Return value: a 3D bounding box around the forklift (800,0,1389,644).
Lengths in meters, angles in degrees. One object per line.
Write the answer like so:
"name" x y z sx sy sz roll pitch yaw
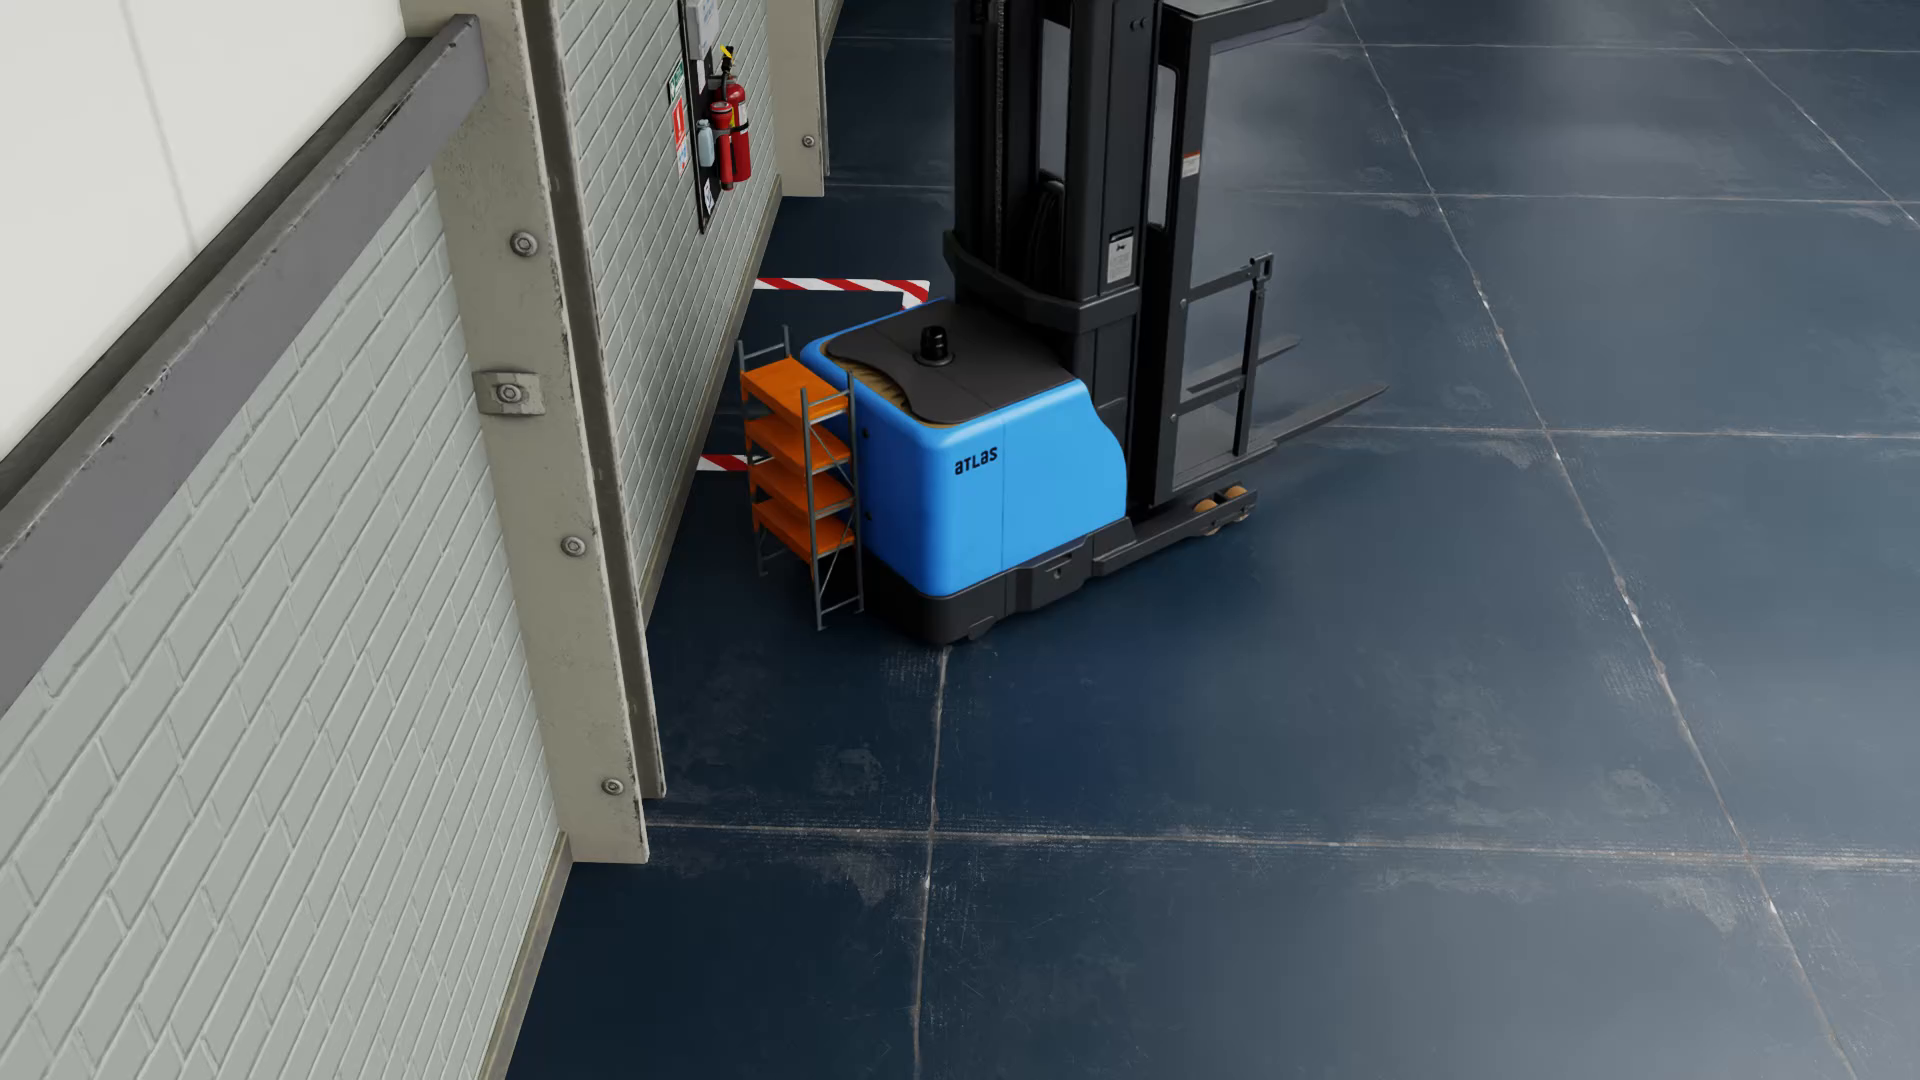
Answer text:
"forklift" 0.785 -1.440 7.250 3.031 2.935 1.130 -23 41 -29

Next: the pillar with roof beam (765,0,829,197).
"pillar with roof beam" 3.253 -5.966 8.413 9.100 9.000 0.400 1 35 2

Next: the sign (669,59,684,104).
"sign" -1.302 -2.111 7.653 0.001 0.109 0.331 1 35 2

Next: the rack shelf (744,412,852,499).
"rack shelf" -0.670 -0.381 6.976 0.258 0.148 0.480 -24 41 -29

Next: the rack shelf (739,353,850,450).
"rack shelf" -0.671 -0.574 6.840 0.258 0.148 0.480 -24 41 -29

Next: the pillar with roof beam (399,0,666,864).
"pillar with roof beam" 3.012 -2.519 3.508 9.100 9.000 0.400 1 35 2

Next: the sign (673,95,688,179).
"sign" -1.312 -1.892 7.802 0.001 0.329 0.234 1 35 2

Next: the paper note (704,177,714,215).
"paper note" -1.262 -1.732 8.372 0.016 0.148 0.142 1 35 2

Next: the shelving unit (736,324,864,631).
"shelving unit" -0.670 -0.253 7.066 0.258 1.200 0.503 -24 41 -29

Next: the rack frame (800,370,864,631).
"rack frame" -0.523 -0.141 6.906 0.240 1.200 0.015 -24 41 -29

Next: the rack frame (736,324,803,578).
"rack frame" -0.816 -0.365 7.226 0.240 1.200 0.015 -24 41 -29

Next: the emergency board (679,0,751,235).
"emergency board" -1.186 -2.192 8.261 0.194 1.169 0.643 1 35 2

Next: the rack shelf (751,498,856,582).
"rack shelf" -0.669 -0.036 7.219 0.258 0.148 0.480 -24 41 -29

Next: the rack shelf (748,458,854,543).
"rack shelf" -0.670 -0.198 7.105 0.258 0.148 0.480 -24 41 -29
